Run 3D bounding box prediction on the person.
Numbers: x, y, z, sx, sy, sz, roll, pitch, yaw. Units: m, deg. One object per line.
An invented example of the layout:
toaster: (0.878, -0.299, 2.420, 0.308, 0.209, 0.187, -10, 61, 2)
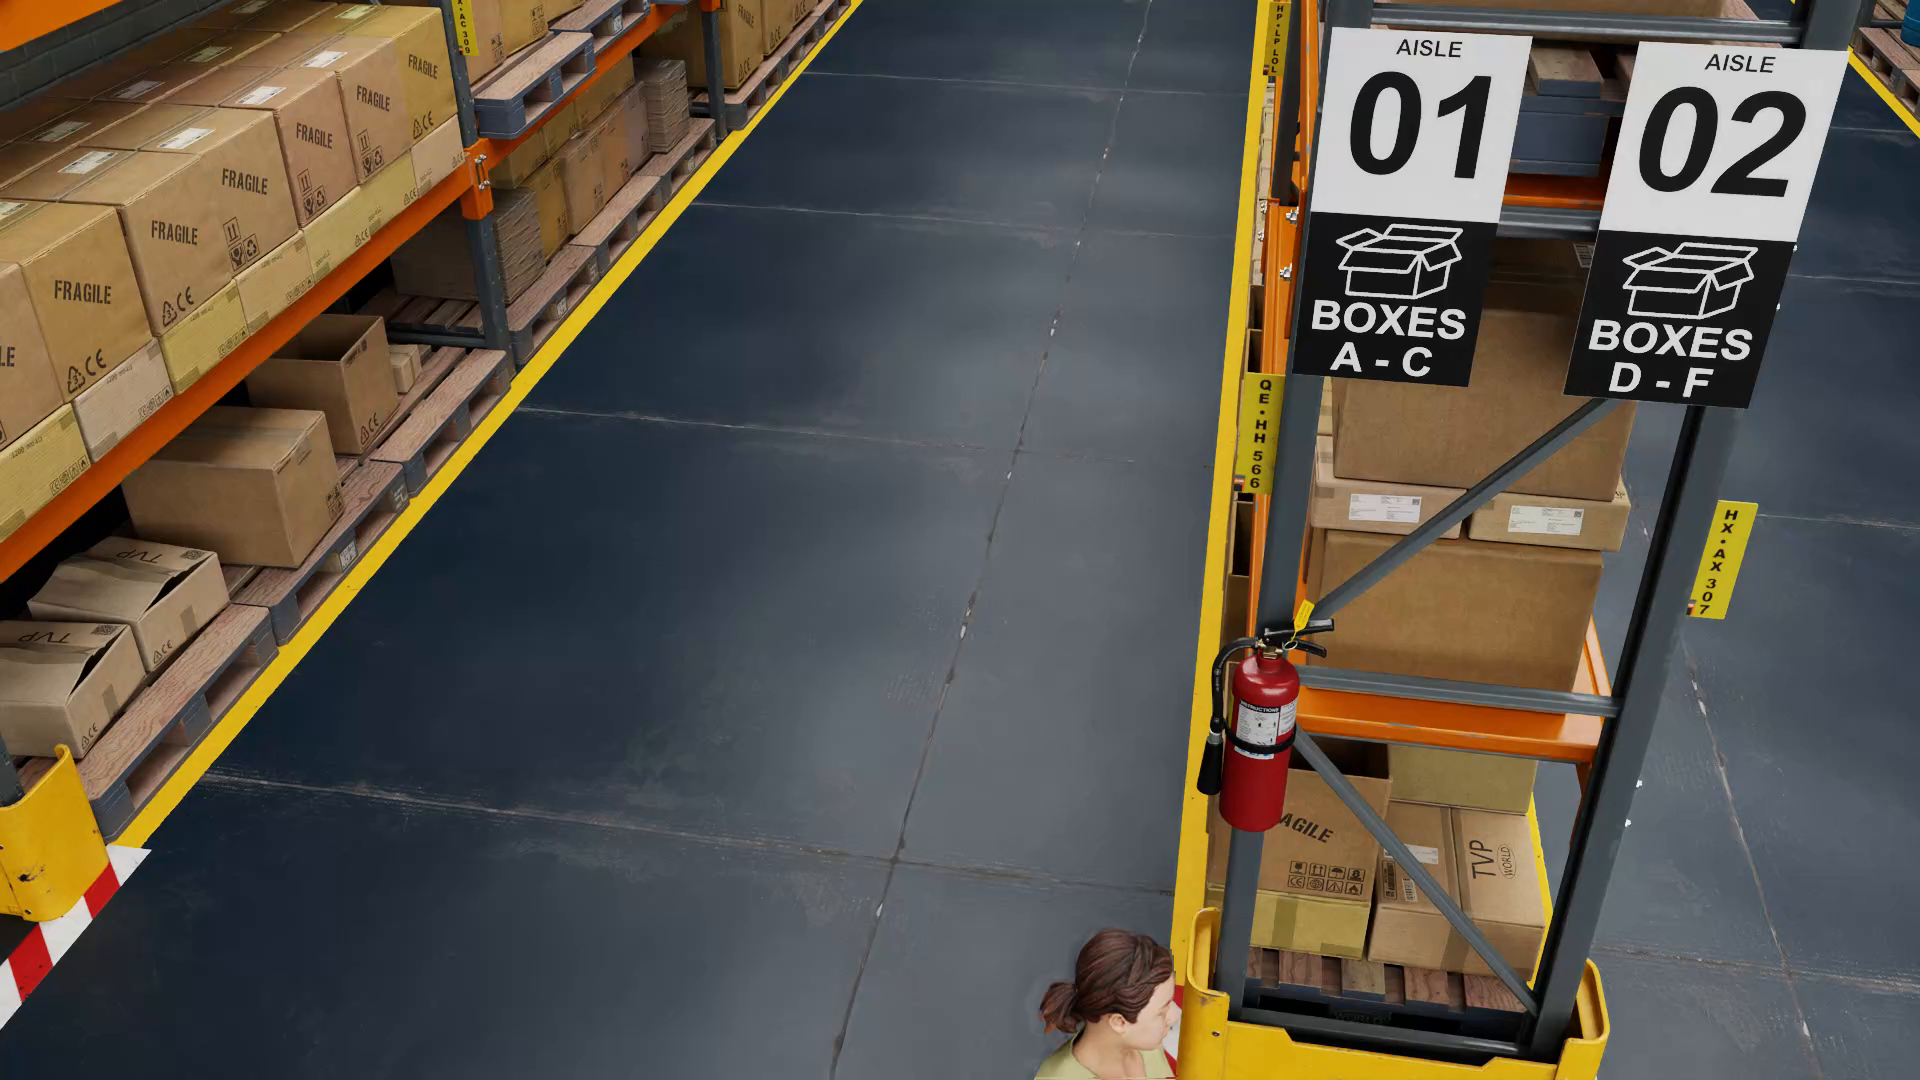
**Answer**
person: (0.264, 1.535, 3.723, 0.839, 1.630, 0.502, 26, 41, 35)
